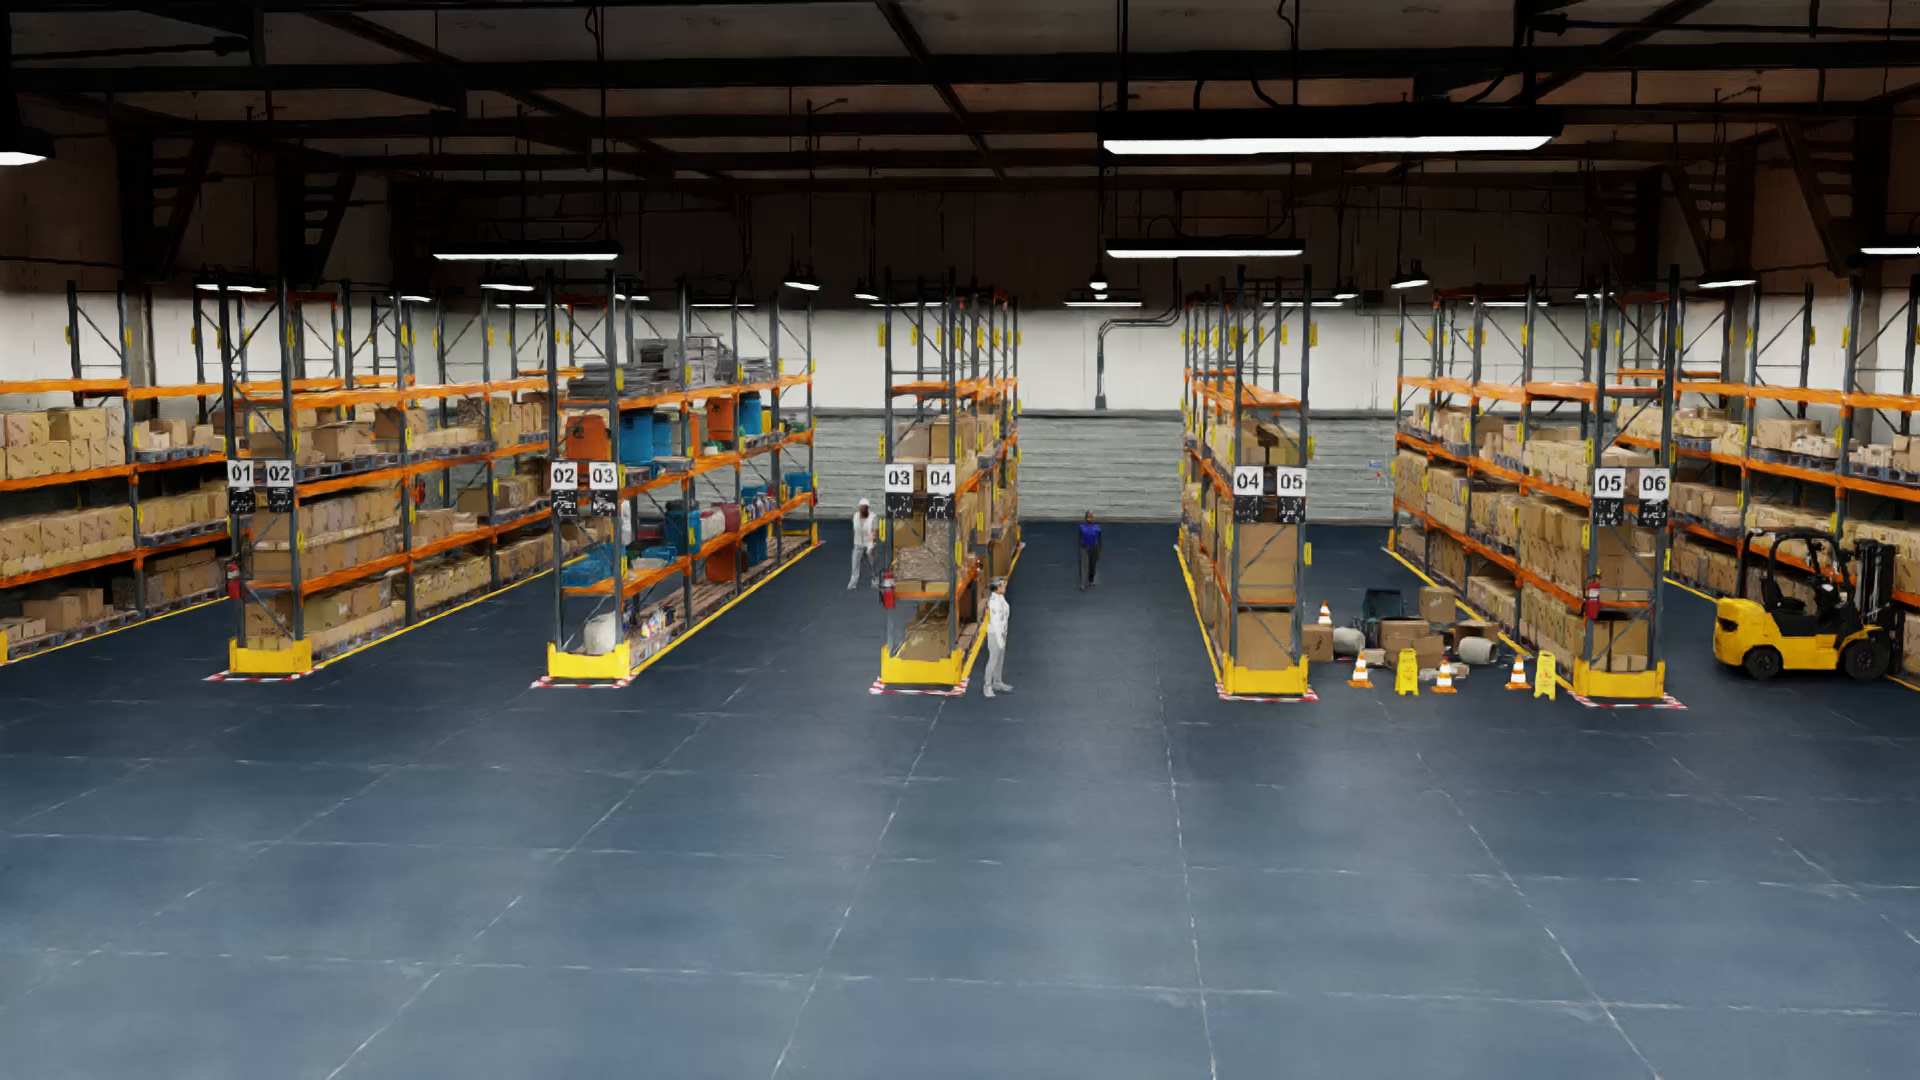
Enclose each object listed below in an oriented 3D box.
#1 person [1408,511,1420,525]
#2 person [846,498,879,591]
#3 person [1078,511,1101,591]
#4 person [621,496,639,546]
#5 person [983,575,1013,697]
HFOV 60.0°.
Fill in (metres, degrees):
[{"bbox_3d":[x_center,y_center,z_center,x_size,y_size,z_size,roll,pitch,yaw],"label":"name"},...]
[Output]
[{"bbox_3d":[11.045,-0.677,40.209,0.354,1.592,0.527,-3,8,-24],"label":"person"},{"bbox_3d":[-1.784,0.076,31.168,0.553,1.723,1.037,2,7,14],"label":"person"},{"bbox_3d":[2.576,0.192,33.036,0.447,1.571,1.069,0,7,3],"label":"person"},{"bbox_3d":[-7.156,-0.202,35.611,0.591,1.747,0.661,4,8,31],"label":"person"},{"bbox_3d":[0.532,1.323,23.361,0.362,1.685,0.633,1,7,11],"label":"person"}]
